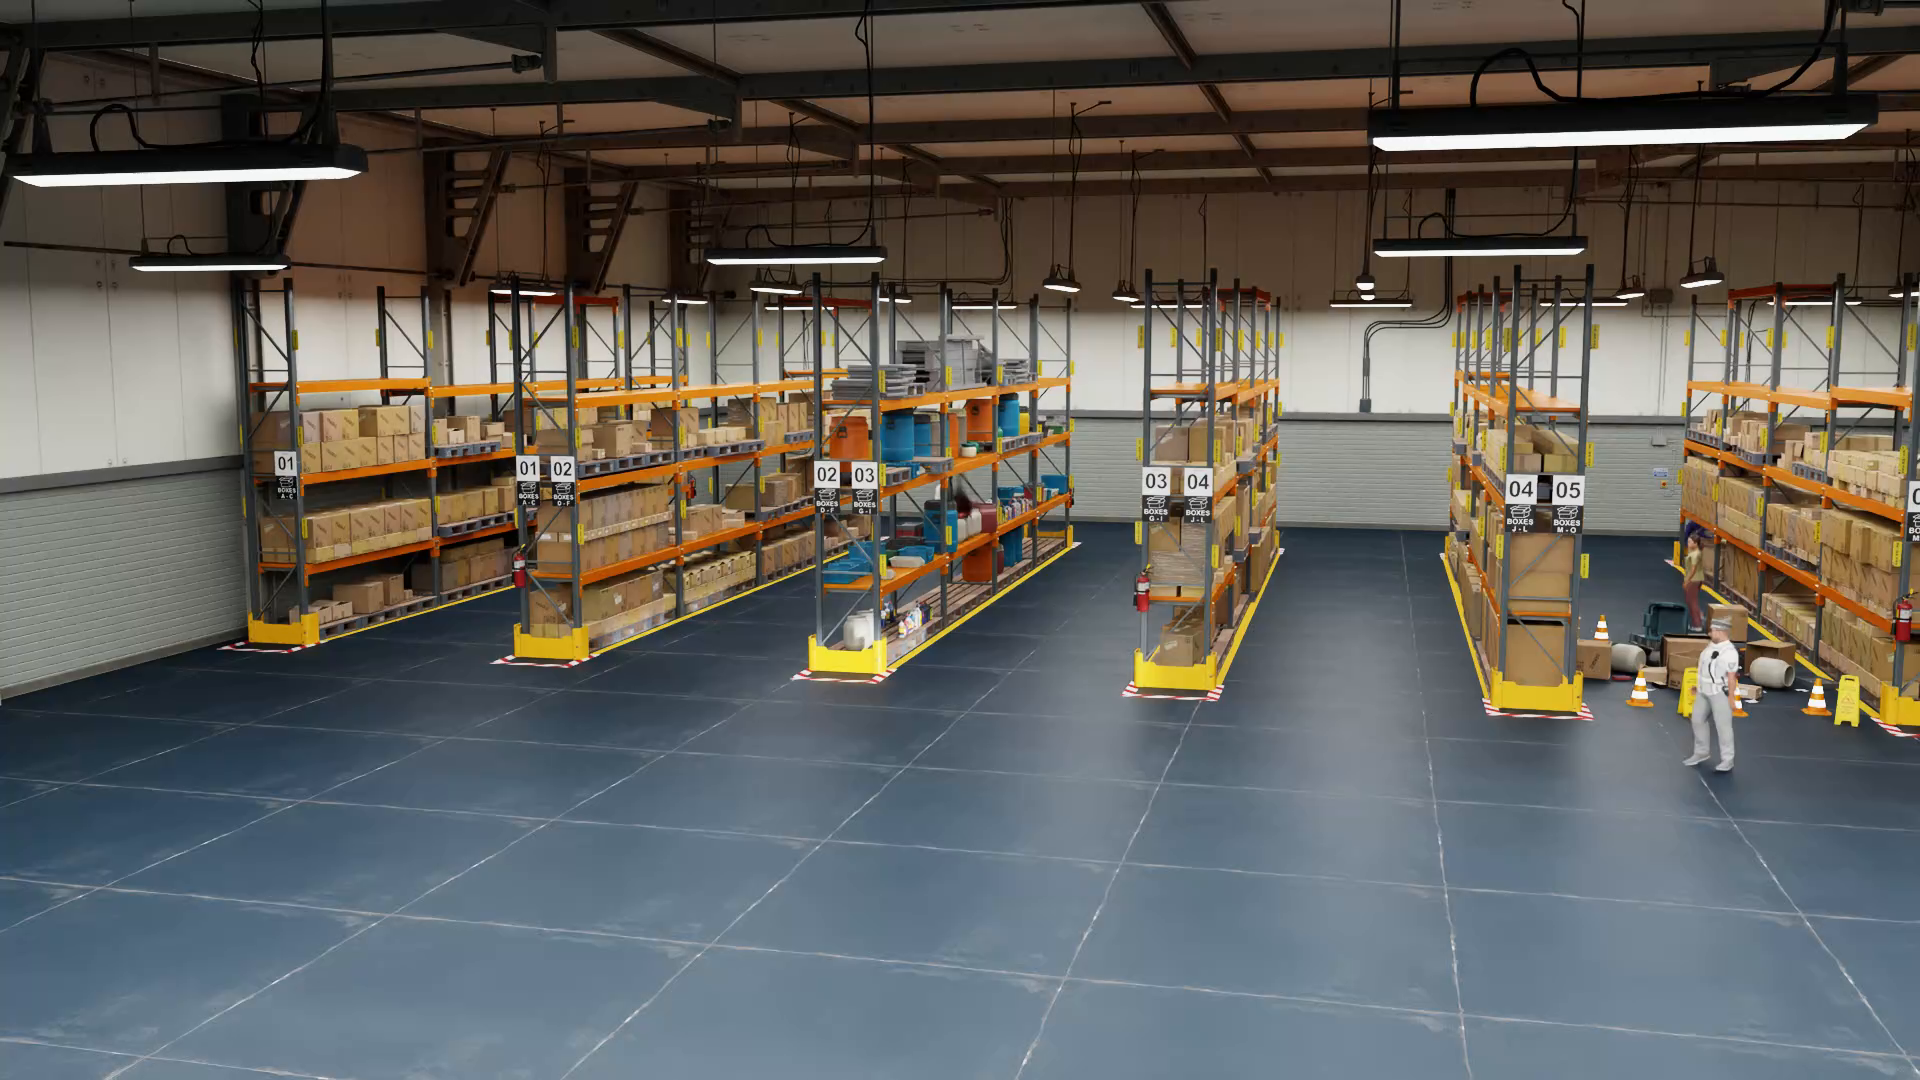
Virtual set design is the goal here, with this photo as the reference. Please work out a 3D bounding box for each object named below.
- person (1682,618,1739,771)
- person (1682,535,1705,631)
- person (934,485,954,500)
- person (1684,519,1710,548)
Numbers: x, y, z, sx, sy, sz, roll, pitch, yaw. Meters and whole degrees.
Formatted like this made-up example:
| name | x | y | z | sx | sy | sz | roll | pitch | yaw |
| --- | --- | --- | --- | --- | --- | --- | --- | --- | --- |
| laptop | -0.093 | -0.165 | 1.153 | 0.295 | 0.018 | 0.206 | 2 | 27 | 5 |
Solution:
| name | x | y | z | sx | sy | sz | roll | pitch | yaw |
| --- | --- | --- | --- | --- | --- | --- | --- | --- | --- |
| person | 8.815 | 1.809 | 19.501 | 0.440 | 1.804 | 0.692 | -2 | 7 | -15 |
| person | 12.632 | 0.725 | 28.677 | 0.501 | 1.663 | 0.449 | -4 | 8 | -30 |
| person | -0.371 | -0.822 | 41.698 | 0.496 | 1.697 | 0.362 | -3 | 8 | -27 |
| person | 17.324 | -0.480 | 38.971 | 0.850 | 1.598 | 0.585 | 0 | 7 | 3 |
